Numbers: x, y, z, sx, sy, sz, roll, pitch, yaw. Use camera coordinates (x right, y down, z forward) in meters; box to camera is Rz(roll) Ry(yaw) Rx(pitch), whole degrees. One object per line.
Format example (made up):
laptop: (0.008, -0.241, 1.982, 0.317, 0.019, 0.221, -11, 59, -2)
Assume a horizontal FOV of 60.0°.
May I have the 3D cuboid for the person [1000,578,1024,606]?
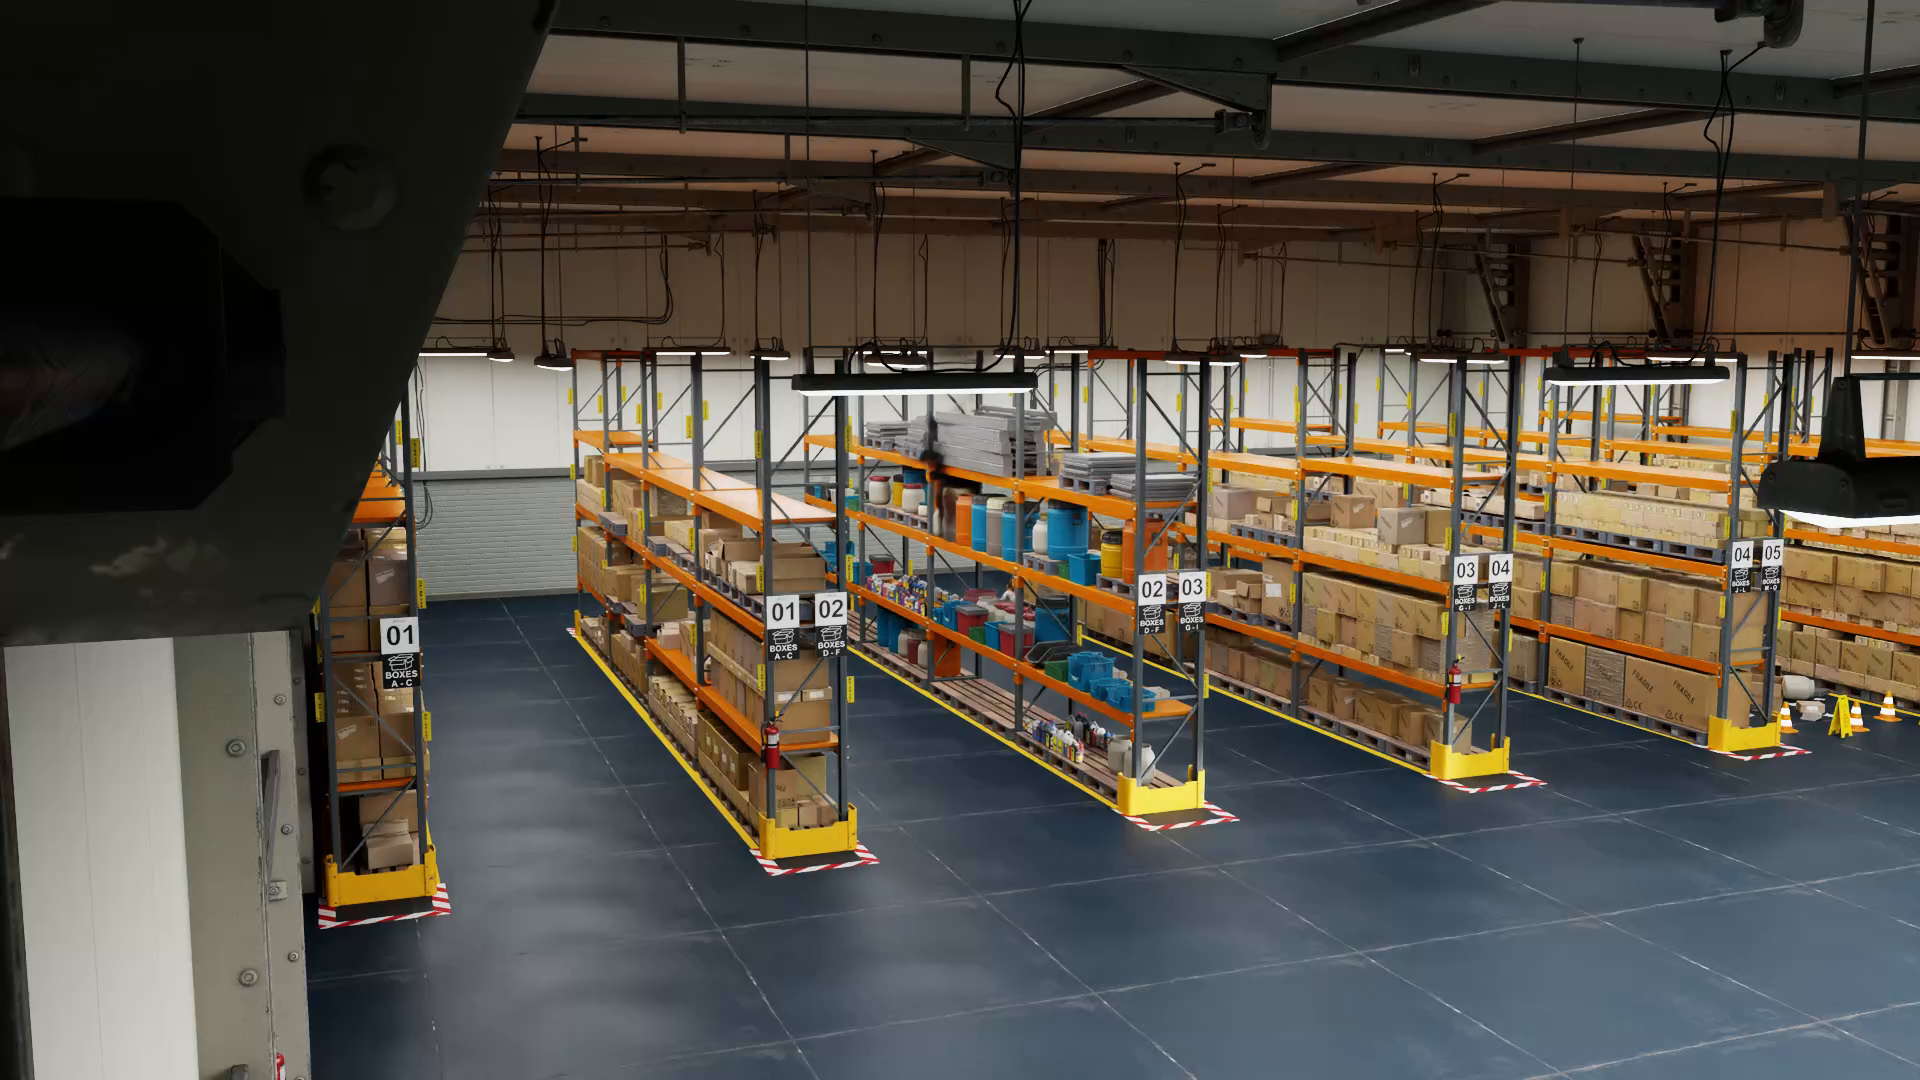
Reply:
person: (1.043, 1.471, 32.536, 0.539, 1.456, 0.749, -3, 8, -25)
